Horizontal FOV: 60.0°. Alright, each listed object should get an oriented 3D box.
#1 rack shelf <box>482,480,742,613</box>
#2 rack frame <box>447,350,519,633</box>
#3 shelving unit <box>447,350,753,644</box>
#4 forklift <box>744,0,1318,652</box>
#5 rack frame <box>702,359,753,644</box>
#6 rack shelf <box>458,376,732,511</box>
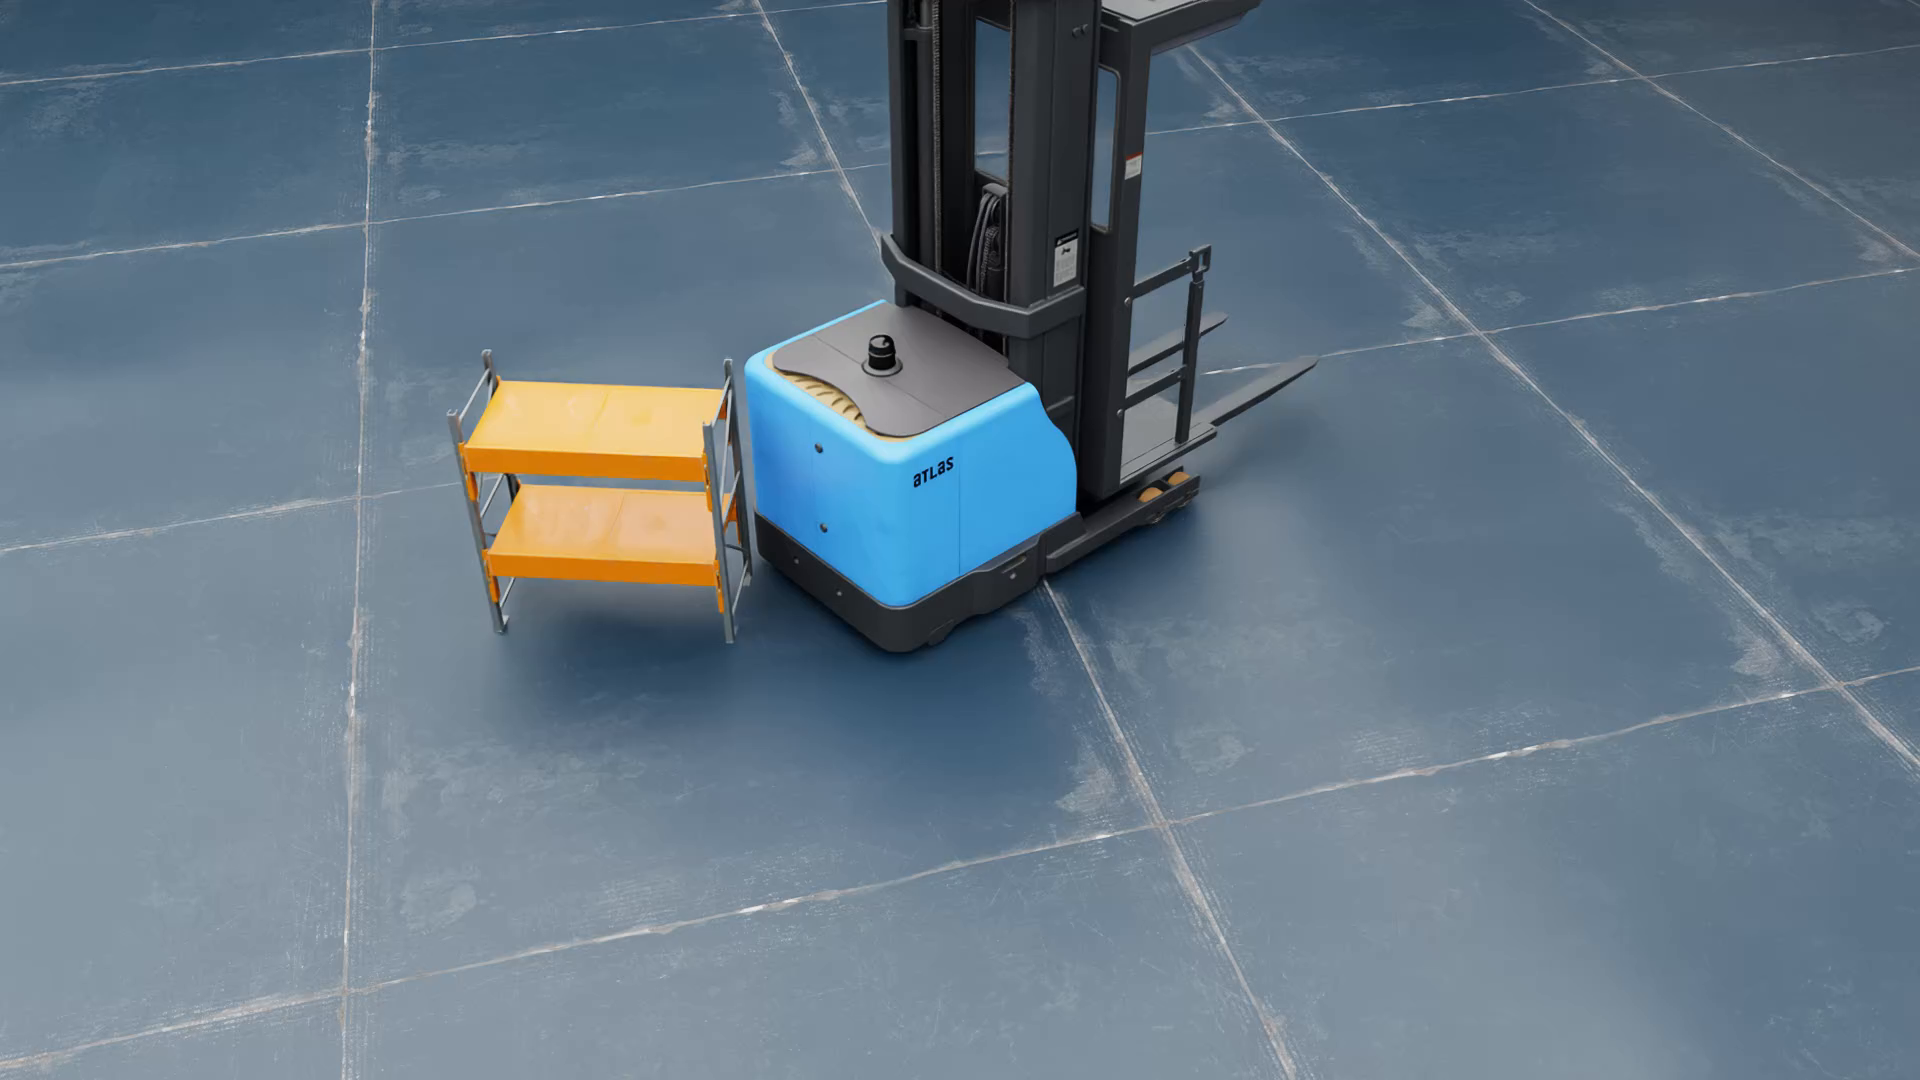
[{"bbox_3d":[-1.480,0.022,7.198,1.000,0.278,0.538,3,37,3],"label":"rack shelf"},{"bbox_3d":[-1.987,-0.195,7.079,0.032,1.125,0.500,3,37,3],"label":"rack frame"},{"bbox_3d":[-1.480,-0.172,7.050,1.048,1.125,0.538,3,37,3],"label":"shelving unit"},{"bbox_3d":[0.508,-1.457,7.242,3.031,2.935,1.130,-29,46,-32],"label":"forklift"},{"bbox_3d":[-0.973,-0.150,7.020,0.032,1.125,0.500,3,37,3],"label":"rack frame"},{"bbox_3d":[-1.480,-0.405,6.872,1.000,0.278,0.538,3,37,3],"label":"rack shelf"}]
